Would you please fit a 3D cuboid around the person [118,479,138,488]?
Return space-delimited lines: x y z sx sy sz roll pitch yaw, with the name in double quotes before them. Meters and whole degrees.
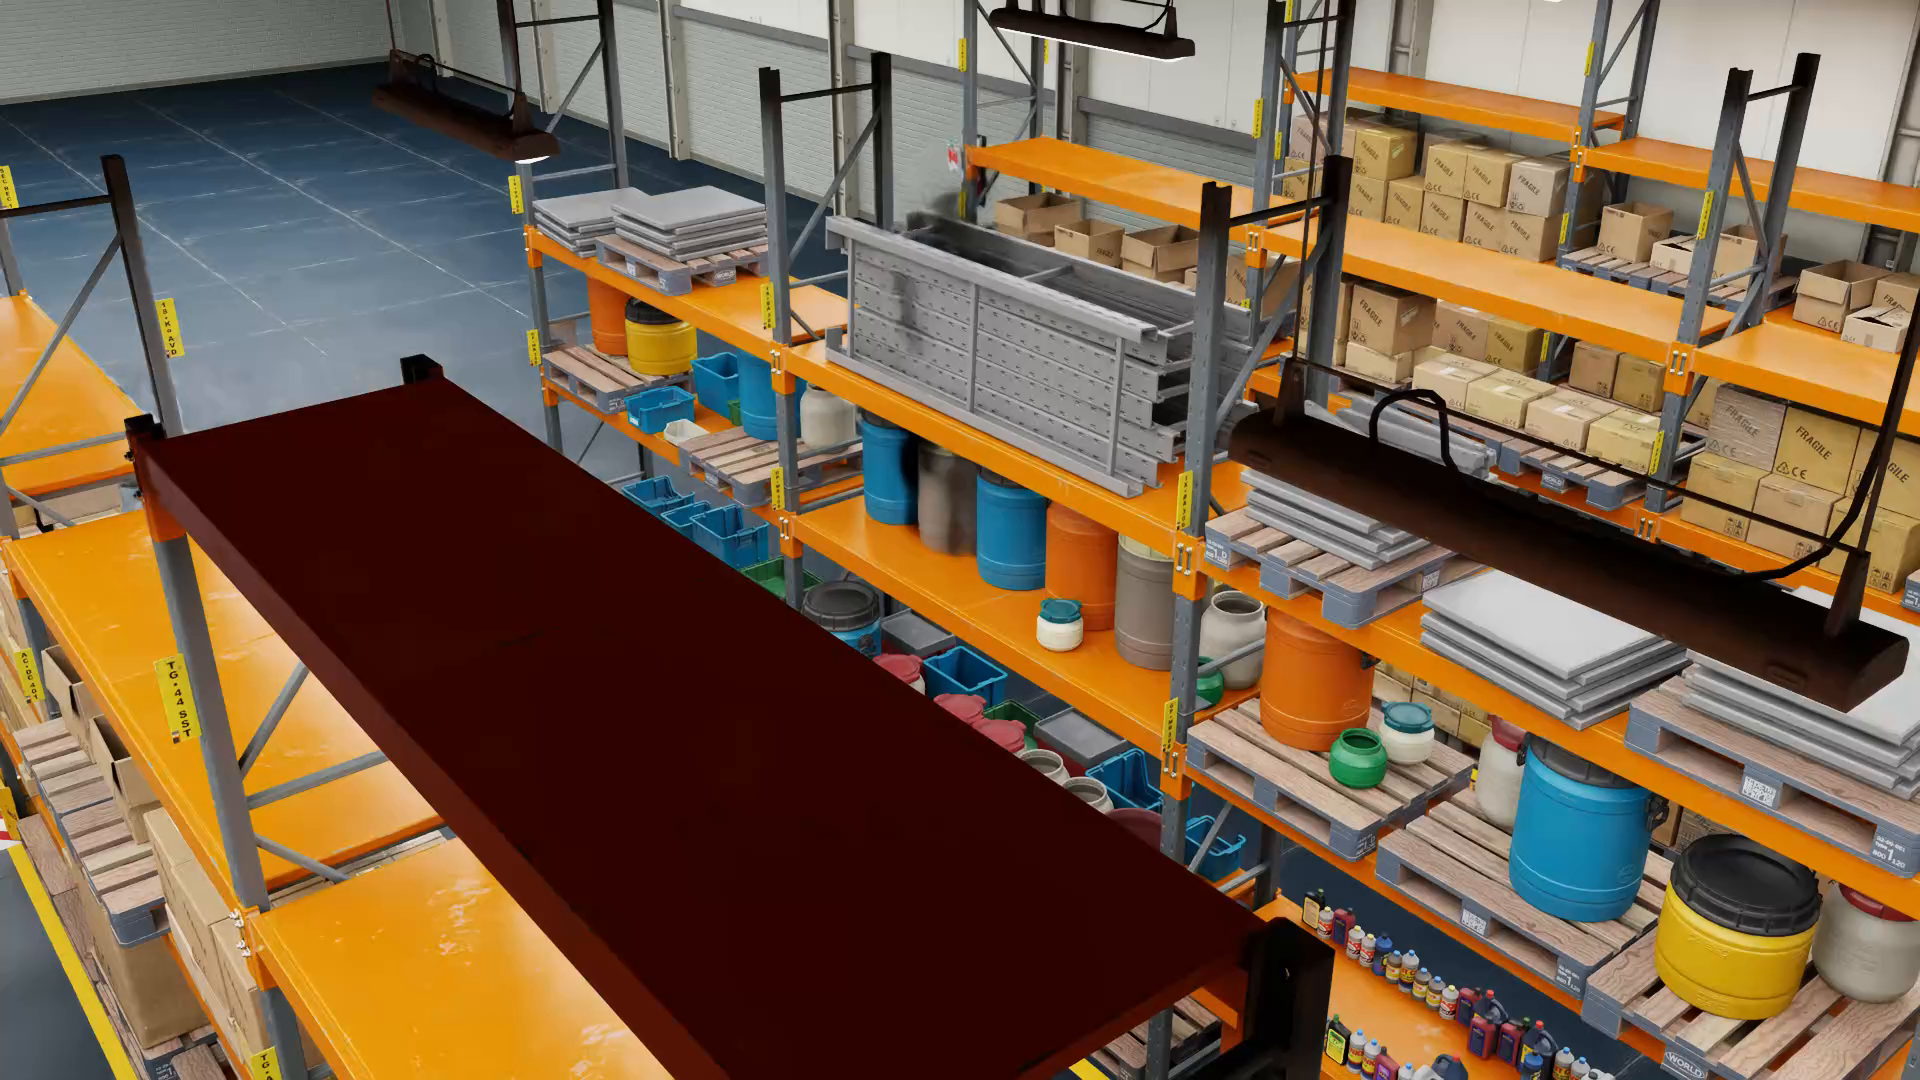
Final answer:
"person" -9.370 -0.979 18.407 0.747 1.682 0.617 -8 27 -17

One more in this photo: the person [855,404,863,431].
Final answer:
"person" -1.349 -1.736 19.920 0.896 1.747 0.588 -3 26 -7
